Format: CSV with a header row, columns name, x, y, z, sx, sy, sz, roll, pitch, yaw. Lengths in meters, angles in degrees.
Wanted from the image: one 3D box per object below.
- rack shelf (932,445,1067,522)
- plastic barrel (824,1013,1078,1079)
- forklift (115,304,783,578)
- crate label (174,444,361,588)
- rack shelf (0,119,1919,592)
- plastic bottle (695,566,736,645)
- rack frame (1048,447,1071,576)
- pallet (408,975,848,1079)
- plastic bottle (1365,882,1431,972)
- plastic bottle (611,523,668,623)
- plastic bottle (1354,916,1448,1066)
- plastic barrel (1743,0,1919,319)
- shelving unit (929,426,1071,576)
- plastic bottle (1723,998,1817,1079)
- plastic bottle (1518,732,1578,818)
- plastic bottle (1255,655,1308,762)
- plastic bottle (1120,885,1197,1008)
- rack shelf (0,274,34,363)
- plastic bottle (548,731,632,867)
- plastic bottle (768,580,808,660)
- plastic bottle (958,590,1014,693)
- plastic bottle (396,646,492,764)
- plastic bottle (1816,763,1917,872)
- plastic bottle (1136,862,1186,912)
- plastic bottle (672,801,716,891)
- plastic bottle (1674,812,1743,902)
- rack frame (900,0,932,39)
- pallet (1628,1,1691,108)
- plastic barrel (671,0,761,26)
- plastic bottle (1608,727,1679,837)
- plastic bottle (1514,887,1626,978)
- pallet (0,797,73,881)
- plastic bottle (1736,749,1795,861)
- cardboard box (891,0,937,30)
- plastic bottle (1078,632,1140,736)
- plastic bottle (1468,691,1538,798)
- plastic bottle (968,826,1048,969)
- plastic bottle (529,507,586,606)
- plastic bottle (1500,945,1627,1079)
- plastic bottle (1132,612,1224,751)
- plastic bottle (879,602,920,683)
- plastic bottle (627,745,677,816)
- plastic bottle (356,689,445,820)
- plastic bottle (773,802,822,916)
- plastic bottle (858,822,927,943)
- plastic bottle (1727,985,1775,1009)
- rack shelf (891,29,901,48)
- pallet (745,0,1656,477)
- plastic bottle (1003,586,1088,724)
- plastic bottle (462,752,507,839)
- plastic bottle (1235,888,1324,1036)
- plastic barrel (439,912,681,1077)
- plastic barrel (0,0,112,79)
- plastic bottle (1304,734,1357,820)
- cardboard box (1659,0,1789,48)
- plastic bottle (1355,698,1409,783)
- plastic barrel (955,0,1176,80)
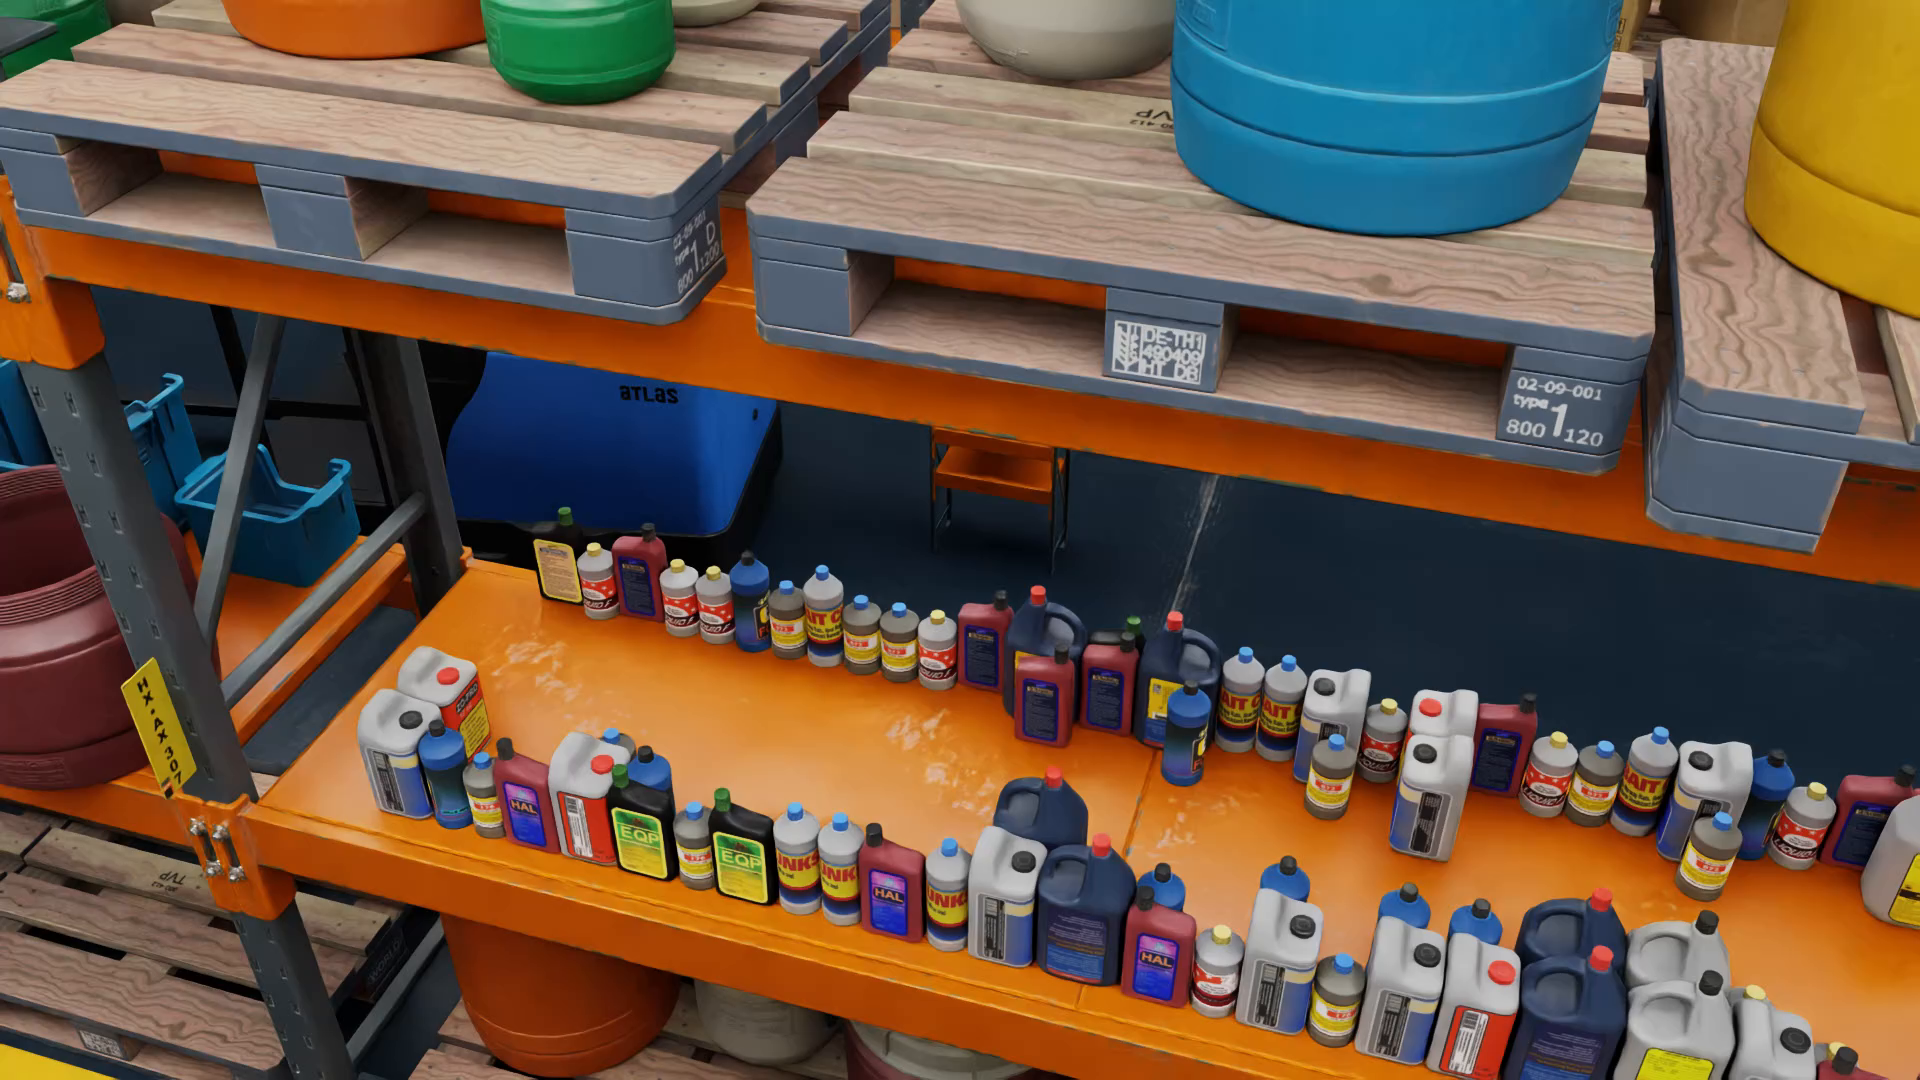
name,x,y,z,sx,sy,sz,roll,pitch,yaw
rack shelf,0.158,-0.240,6.512,0.480,0.148,0.258,10,38,14
plastic barrel,0.008,1.235,4.221,0.708,0.588,0.600,10,38,14
forklift,-2.314,-1.352,6.115,3.031,2.935,1.130,4,37,6
crate label,-1.833,-0.062,4.446,0.416,0.233,0.303,10,38,14
rack shelf,0.367,-0.408,2.850,4.000,0.370,1.077,10,38,14
plastic bottle,-0.611,0.156,4.176,0.097,0.201,0.097,0,36,0
rack frame,0.391,-0.411,6.296,0.015,1.200,0.240,10,38,14
pallet,-0.777,1.395,4.676,1.213,0.211,1.003,10,38,14
plastic bottle,0.864,0.777,3.272,0.097,0.271,0.097,0,36,0
plastic bottle,-0.809,0.075,4.217,0.133,0.283,0.061,10,38,14
plastic bottle,0.845,0.849,3.170,0.135,0.276,0.152,10,38,14
plastic barrel,1.344,-0.636,2.040,0.600,0.588,0.600,0,36,0
shelving unit,0.158,-0.454,6.355,0.503,1.200,0.258,10,38,14
plastic bottle,1.454,0.962,3.017,0.135,0.276,0.152,10,38,14
plastic bottle,1.310,0.511,3.692,0.097,0.201,0.097,0,36,0
plastic bottle,0.740,0.377,3.815,0.097,0.271,0.097,0,36,0
plastic bottle,0.389,0.790,3.244,0.133,0.283,0.061,10,38,14
rack shelf,-3.451,-1.115,3.811,4.000,0.370,1.077,10,38,14
plastic bottle,-0.784,0.548,3.580,0.135,0.276,0.152,10,38,14
plastic bottle,-0.425,0.190,4.129,0.097,0.201,0.097,0,36,0
plastic bottle,0.062,0.236,3.998,0.133,0.283,0.061,10,38,14
plastic bottle,-1.180,0.380,3.808,0.135,0.276,0.152,10,38,14
plastic bottle,1.926,0.581,3.529,0.133,0.283,0.061,10,38,14
plastic bottle,0.395,0.747,3.313,0.097,0.271,0.097,0,36,0
plastic bottle,-0.554,0.637,3.521,0.097,0.201,0.097,0,36,0
plastic bottle,1.579,0.656,3.496,0.097,0.201,0.097,0,36,0
rack frame,-0.062,-2.645,7.814,0.127,3.000,1.000,10,38,14
pallet,3.026,-2.064,7.186,1.213,0.211,1.003,10,38,14
plastic barrel,-0.475,-1.058,2.889,0.301,0.262,0.301,0,36,0
plastic bottle,1.496,0.517,3.625,0.097,0.271,0.097,0,36,0
plastic bottle,1.167,0.792,3.185,0.185,0.351,0.144,10,38,14
pallet,-3.431,0.904,5.344,1.213,0.211,1.003,10,38,14
plastic bottle,1.717,0.558,3.569,0.097,0.271,0.097,0,36,0
cardboard box,-0.396,-2.698,7.961,0.500,0.311,0.500,13,38,17
plastic bottle,0.348,0.326,3.874,0.133,0.283,0.061,10,38,14
plastic bottle,1.205,0.448,3.710,0.133,0.283,0.061,10,38,14
plastic bottle,0.098,0.711,3.358,0.135,0.276,0.152,10,38,14
plastic bottle,-1.029,0.034,4.272,0.133,0.283,0.061,10,38,14
plastic bottle,1.124,0.874,3.074,0.185,0.351,0.144,10,38,14
plastic bottle,0.505,0.317,3.831,0.185,0.351,0.144,10,38,14
plastic bottle,-0.146,0.242,4.059,0.097,0.201,0.097,0,36,0
plastic bottle,-0.663,0.551,3.579,0.097,0.271,0.097,0,36,0
plastic bottle,-1.226,0.466,3.691,0.135,0.276,0.152,10,38,14
plastic bottle,-0.334,0.650,3.445,0.097,0.271,0.097,0,36,0
plastic bottle,-0.136,0.693,3.376,0.133,0.283,0.061,10,38,14
plastic bottle,1.474,0.918,3.139,0.097,0.201,0.097,0,36,0
rack shelf,-1.971,-2.709,8.507,4.000,0.370,1.077,10,38,14
pallet,0.415,-0.550,2.596,1.213,0.211,1.003,10,38,14
plastic bottle,0.201,0.260,3.907,0.185,0.351,0.144,10,38,14
plastic bottle,-1.030,0.549,3.641,0.097,0.201,0.097,0,36,0
plastic bottle,0.623,0.808,3.226,0.135,0.276,0.152,10,38,14
plastic barrel,-1.070,0.938,4.421,0.708,0.830,0.600,10,38,14
plastic barrel,-1.793,-1.004,3.183,0.294,0.245,0.294,0,36,0
plastic bottle,0.823,0.516,3.687,0.097,0.201,0.097,0,36,0
cardboard box,3.371,-2.358,6.985,0.500,0.500,0.700,-1,36,-2
plastic bottle,0.961,0.447,3.780,0.097,0.201,0.097,0,36,0
plastic barrel,0.195,-1.047,2.643,0.433,0.535,0.433,0,36,0
